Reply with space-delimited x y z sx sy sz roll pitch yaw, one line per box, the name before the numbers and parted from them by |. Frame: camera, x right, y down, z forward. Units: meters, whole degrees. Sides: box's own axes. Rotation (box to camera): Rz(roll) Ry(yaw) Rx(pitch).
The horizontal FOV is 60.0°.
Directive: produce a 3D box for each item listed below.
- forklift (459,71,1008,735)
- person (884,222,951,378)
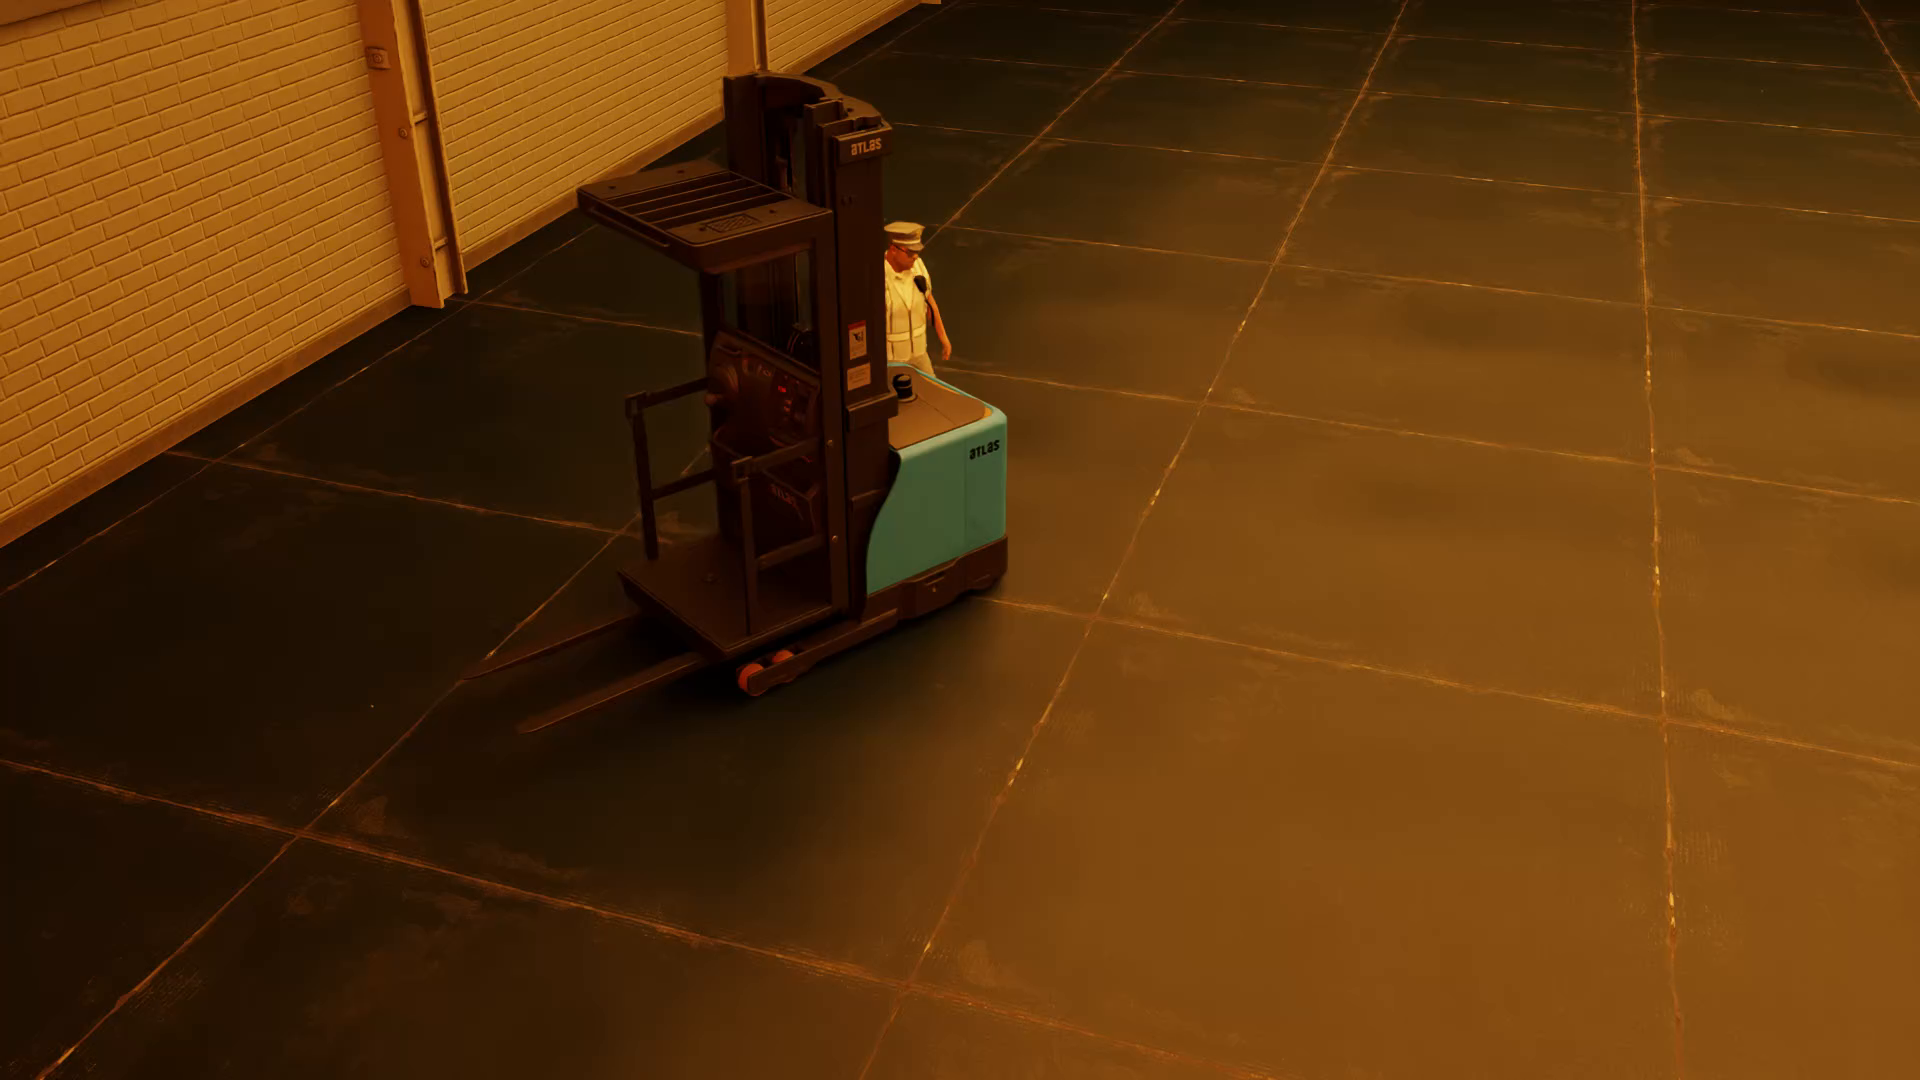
forklift | -1.175 -0.754 8.458 3.031 2.935 1.130 -23 37 -34
person | -0.392 -1.174 10.414 0.775 1.719 0.412 -25 38 -36
